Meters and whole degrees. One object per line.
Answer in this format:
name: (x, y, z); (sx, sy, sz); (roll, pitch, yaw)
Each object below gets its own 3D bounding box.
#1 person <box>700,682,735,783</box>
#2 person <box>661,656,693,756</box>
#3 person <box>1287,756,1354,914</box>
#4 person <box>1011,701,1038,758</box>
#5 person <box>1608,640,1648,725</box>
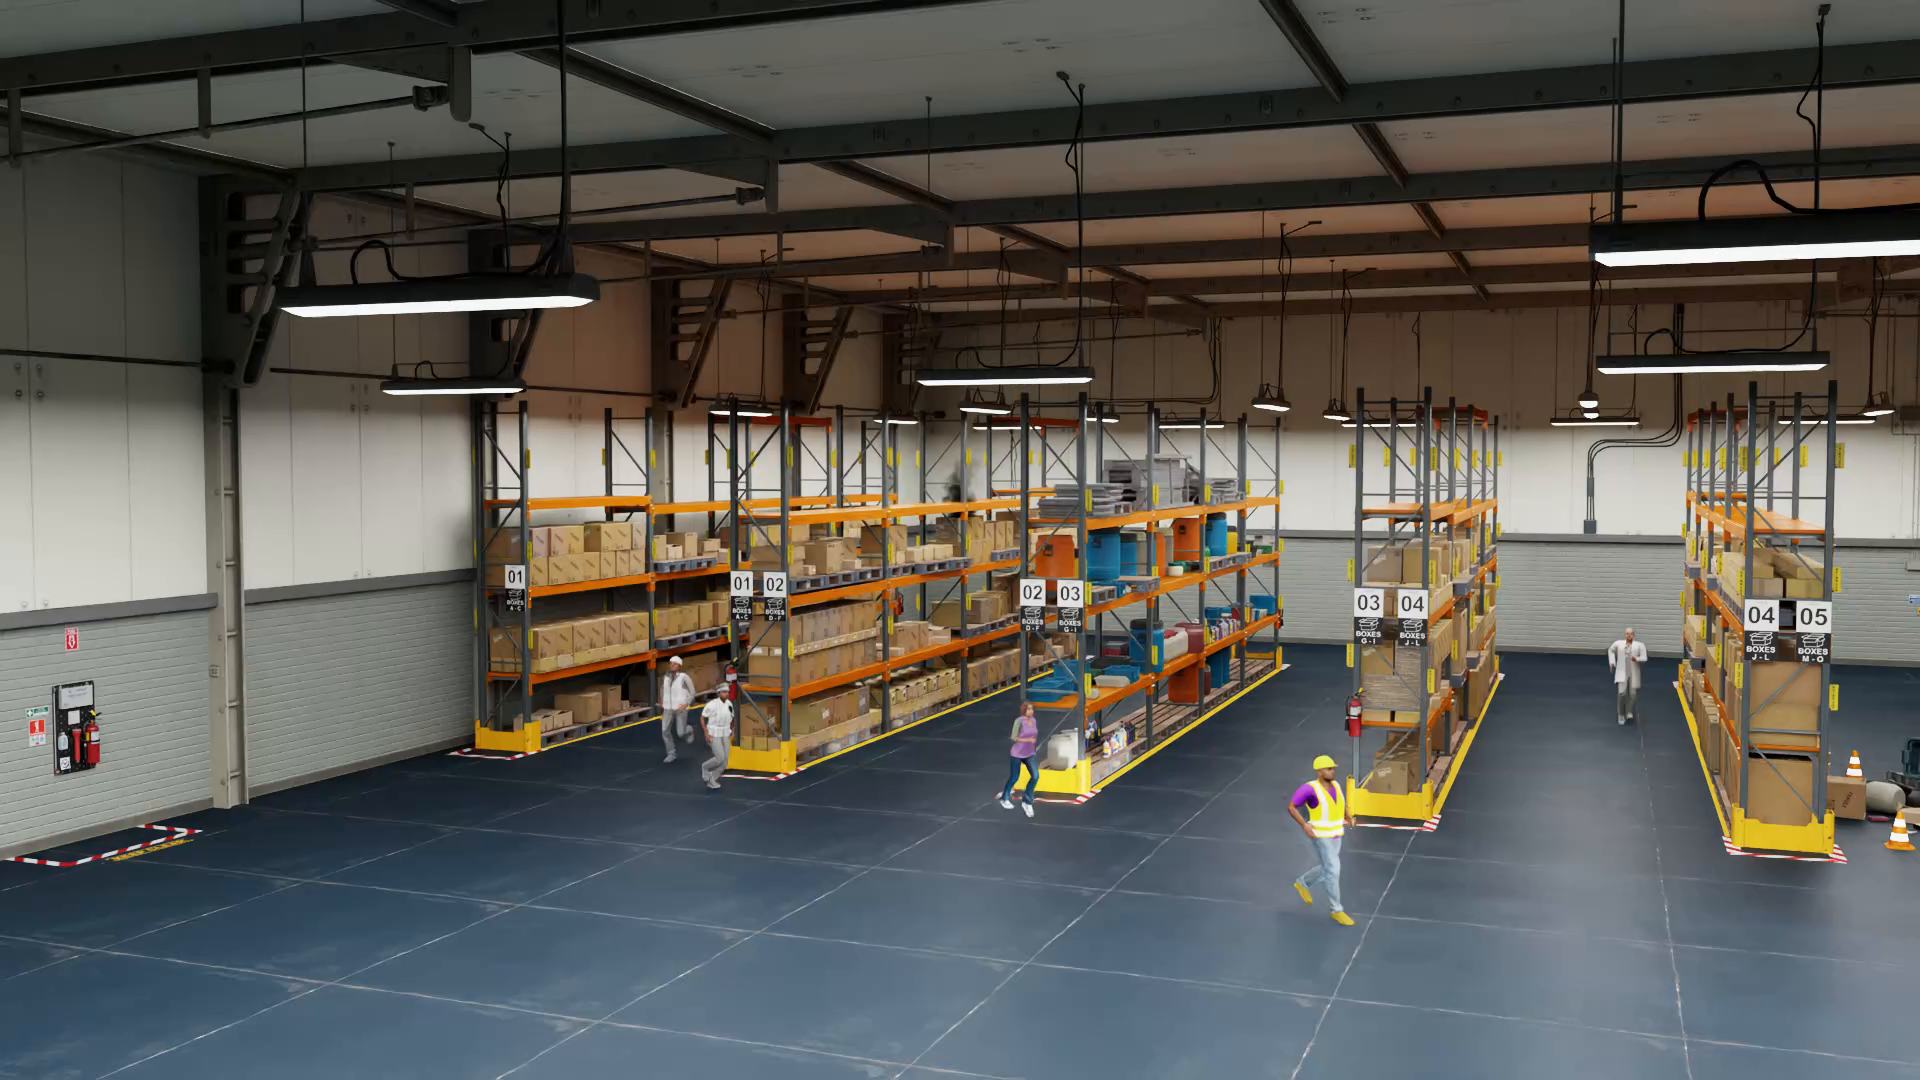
person: (-3.634, 2.932, 25.252); (0.478, 1.559, 0.543); (2, 4, 42)
person: (-4.736, 2.767, 27.787); (0.445, 1.661, 0.697); (1, 3, 14)
person: (3.935, 3.184, 18.165); (0.704, 1.684, 0.750); (-2, 4, -38)
person: (0.944, 2.657, 23.350); (0.493, 0.793, 0.601); (-2, 3, -31)
person: (12.682, 2.687, 31.589); (0.670, 1.639, 0.723); (1, 3, 18)
